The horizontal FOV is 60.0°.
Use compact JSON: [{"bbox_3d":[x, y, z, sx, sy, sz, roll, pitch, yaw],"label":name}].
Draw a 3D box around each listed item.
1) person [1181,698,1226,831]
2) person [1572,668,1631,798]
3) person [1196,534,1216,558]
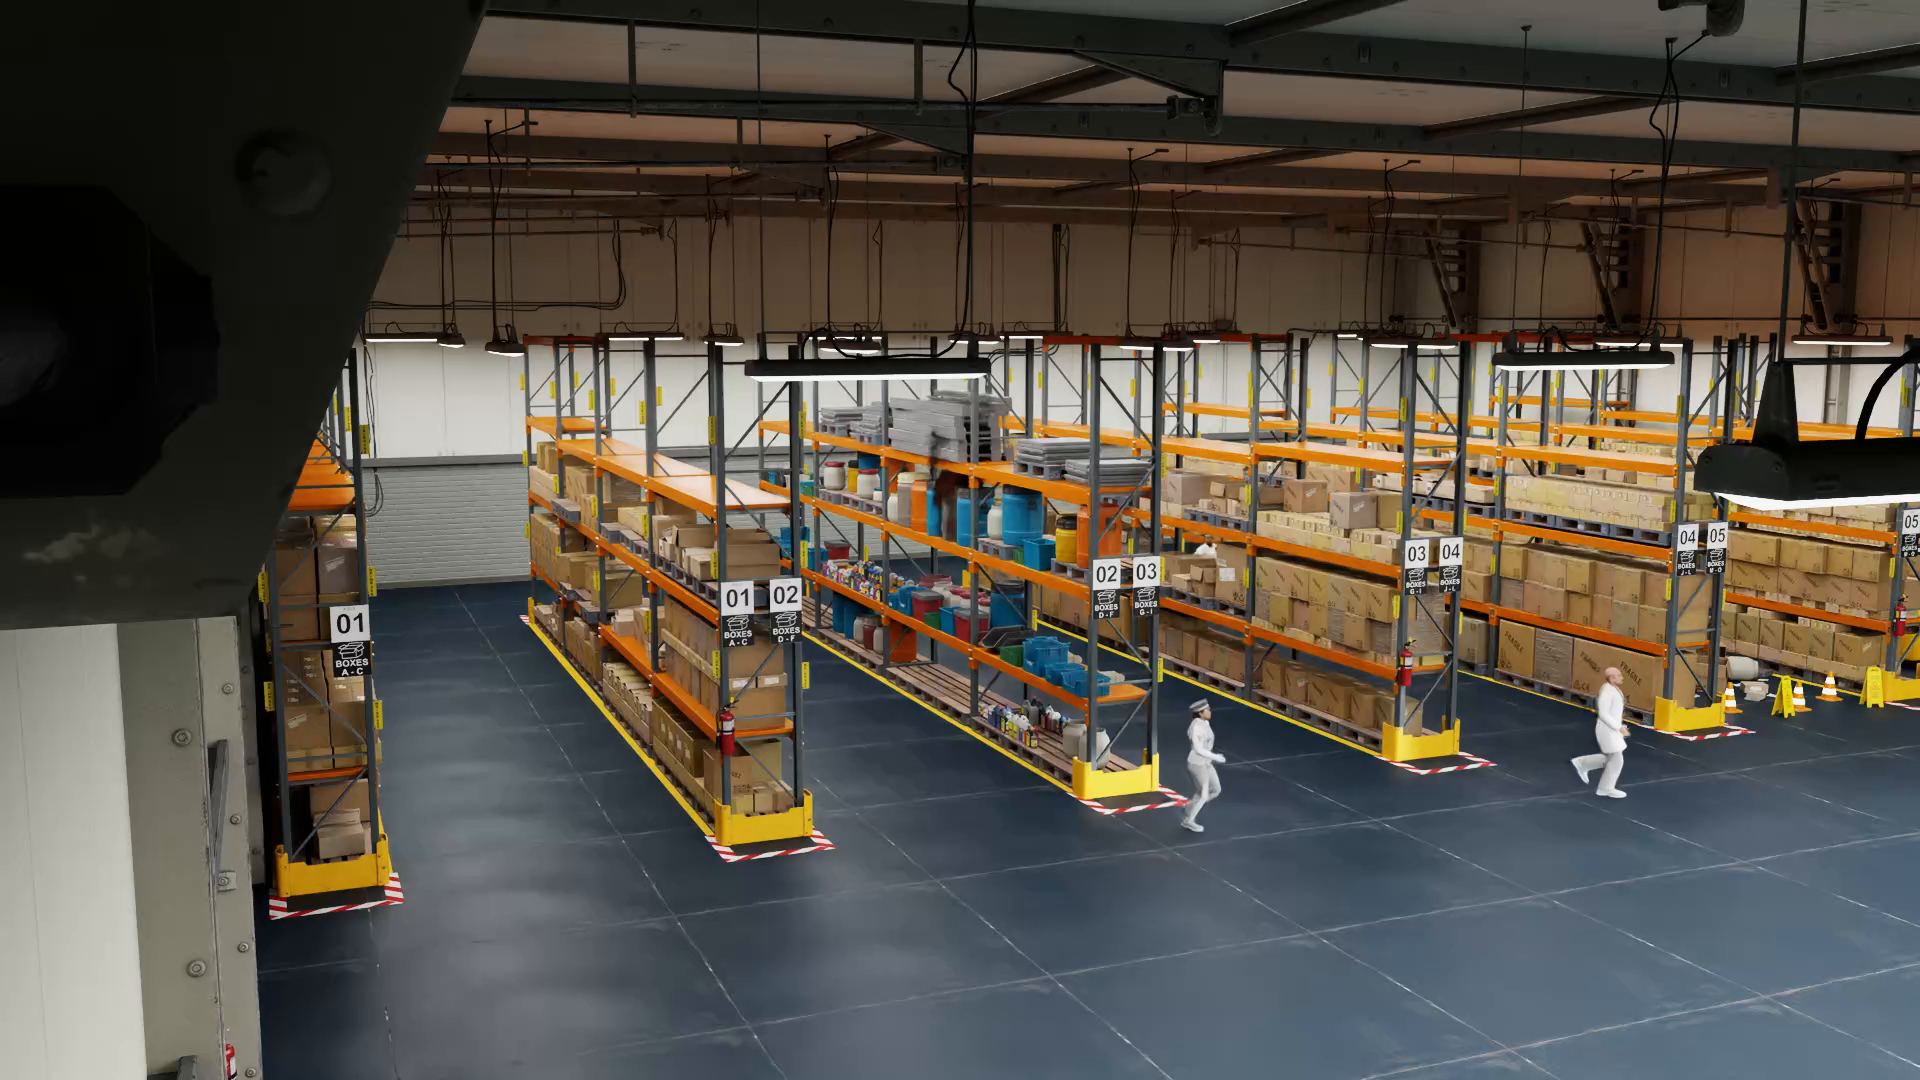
[{"bbox_3d":[3.039,2.776,20.653,0.546,1.669,0.652,2,8,14],"label":"person"},{"bbox_3d":[8.526,2.635,22.102,0.722,1.559,0.717,3,8,24],"label":"person"},{"bbox_3d":[5.334,0.725,35.731,0.663,1.841,0.788,-2,8,-16],"label":"person"}]
